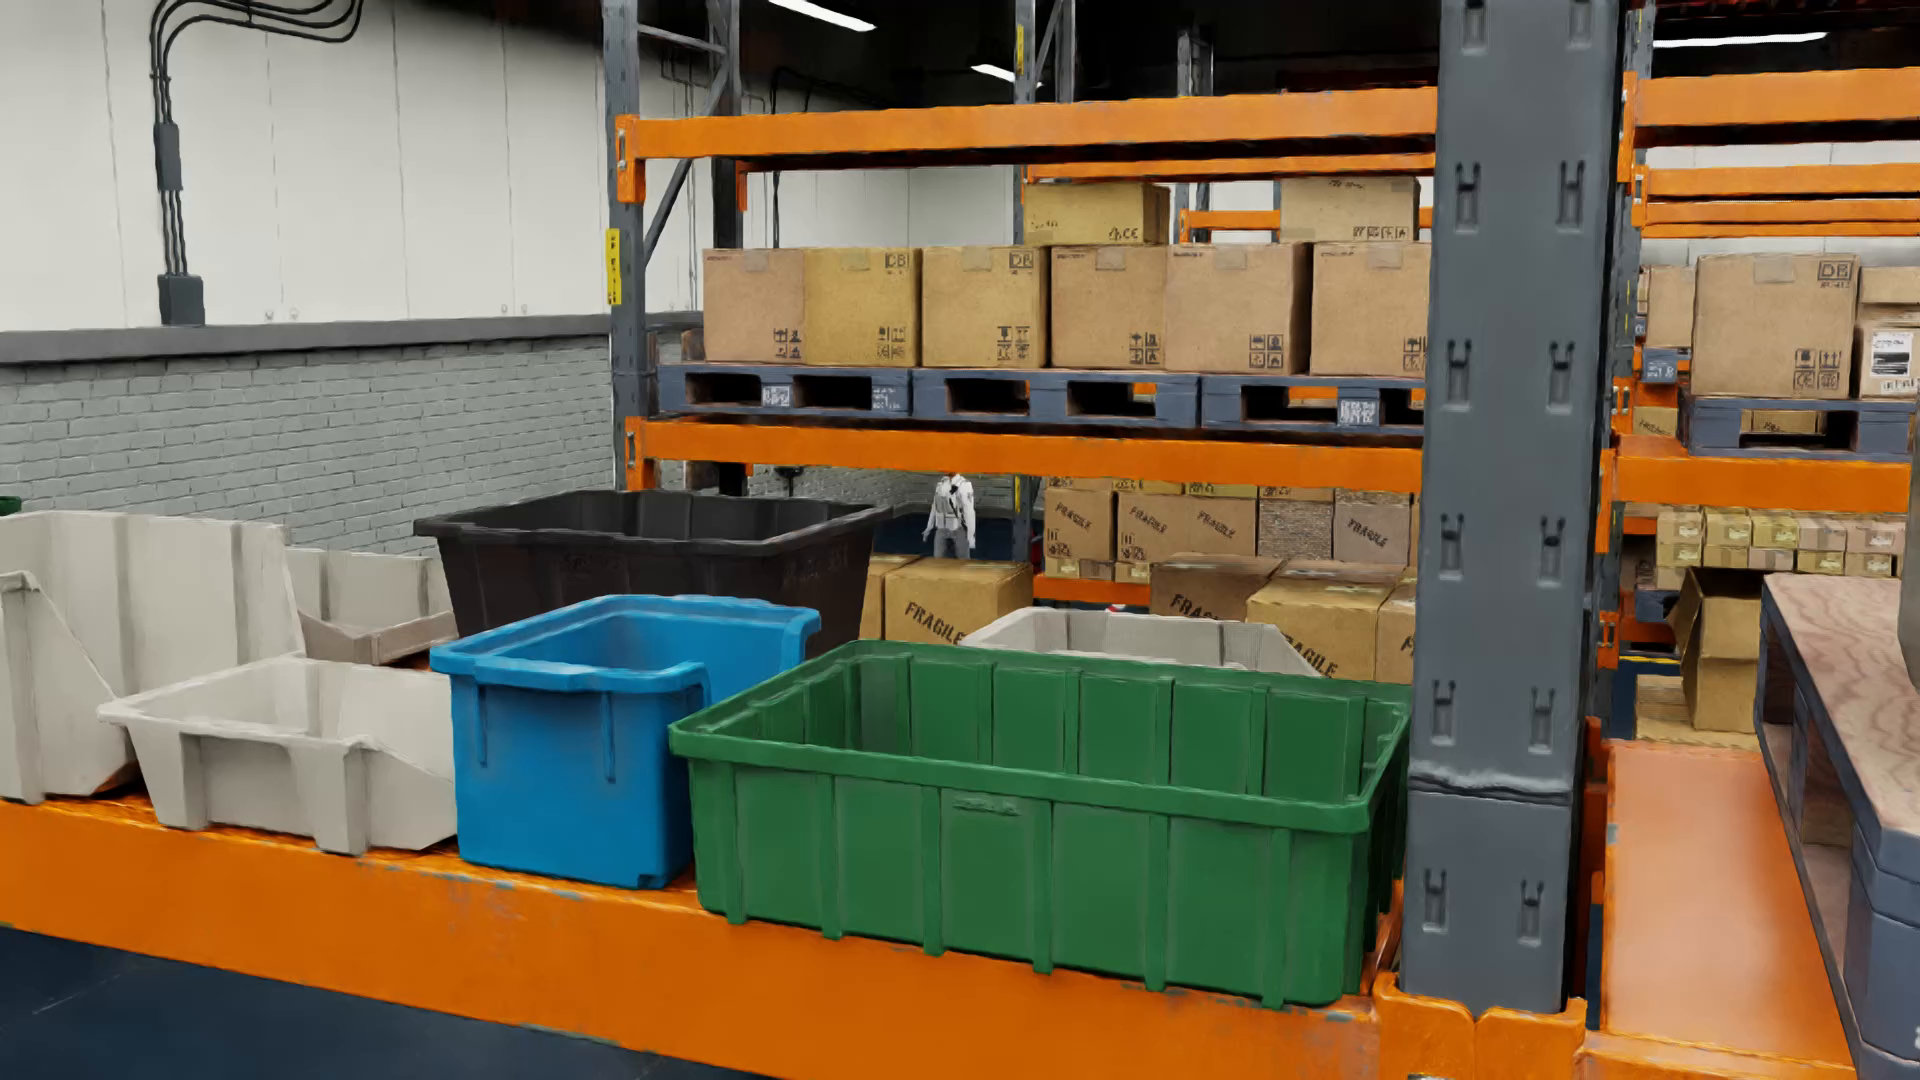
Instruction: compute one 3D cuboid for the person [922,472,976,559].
[{"bbox_3d":[-0.144,-0.081,17.199,0.658,1.672,0.589,7,11,37],"label":"person"}]
